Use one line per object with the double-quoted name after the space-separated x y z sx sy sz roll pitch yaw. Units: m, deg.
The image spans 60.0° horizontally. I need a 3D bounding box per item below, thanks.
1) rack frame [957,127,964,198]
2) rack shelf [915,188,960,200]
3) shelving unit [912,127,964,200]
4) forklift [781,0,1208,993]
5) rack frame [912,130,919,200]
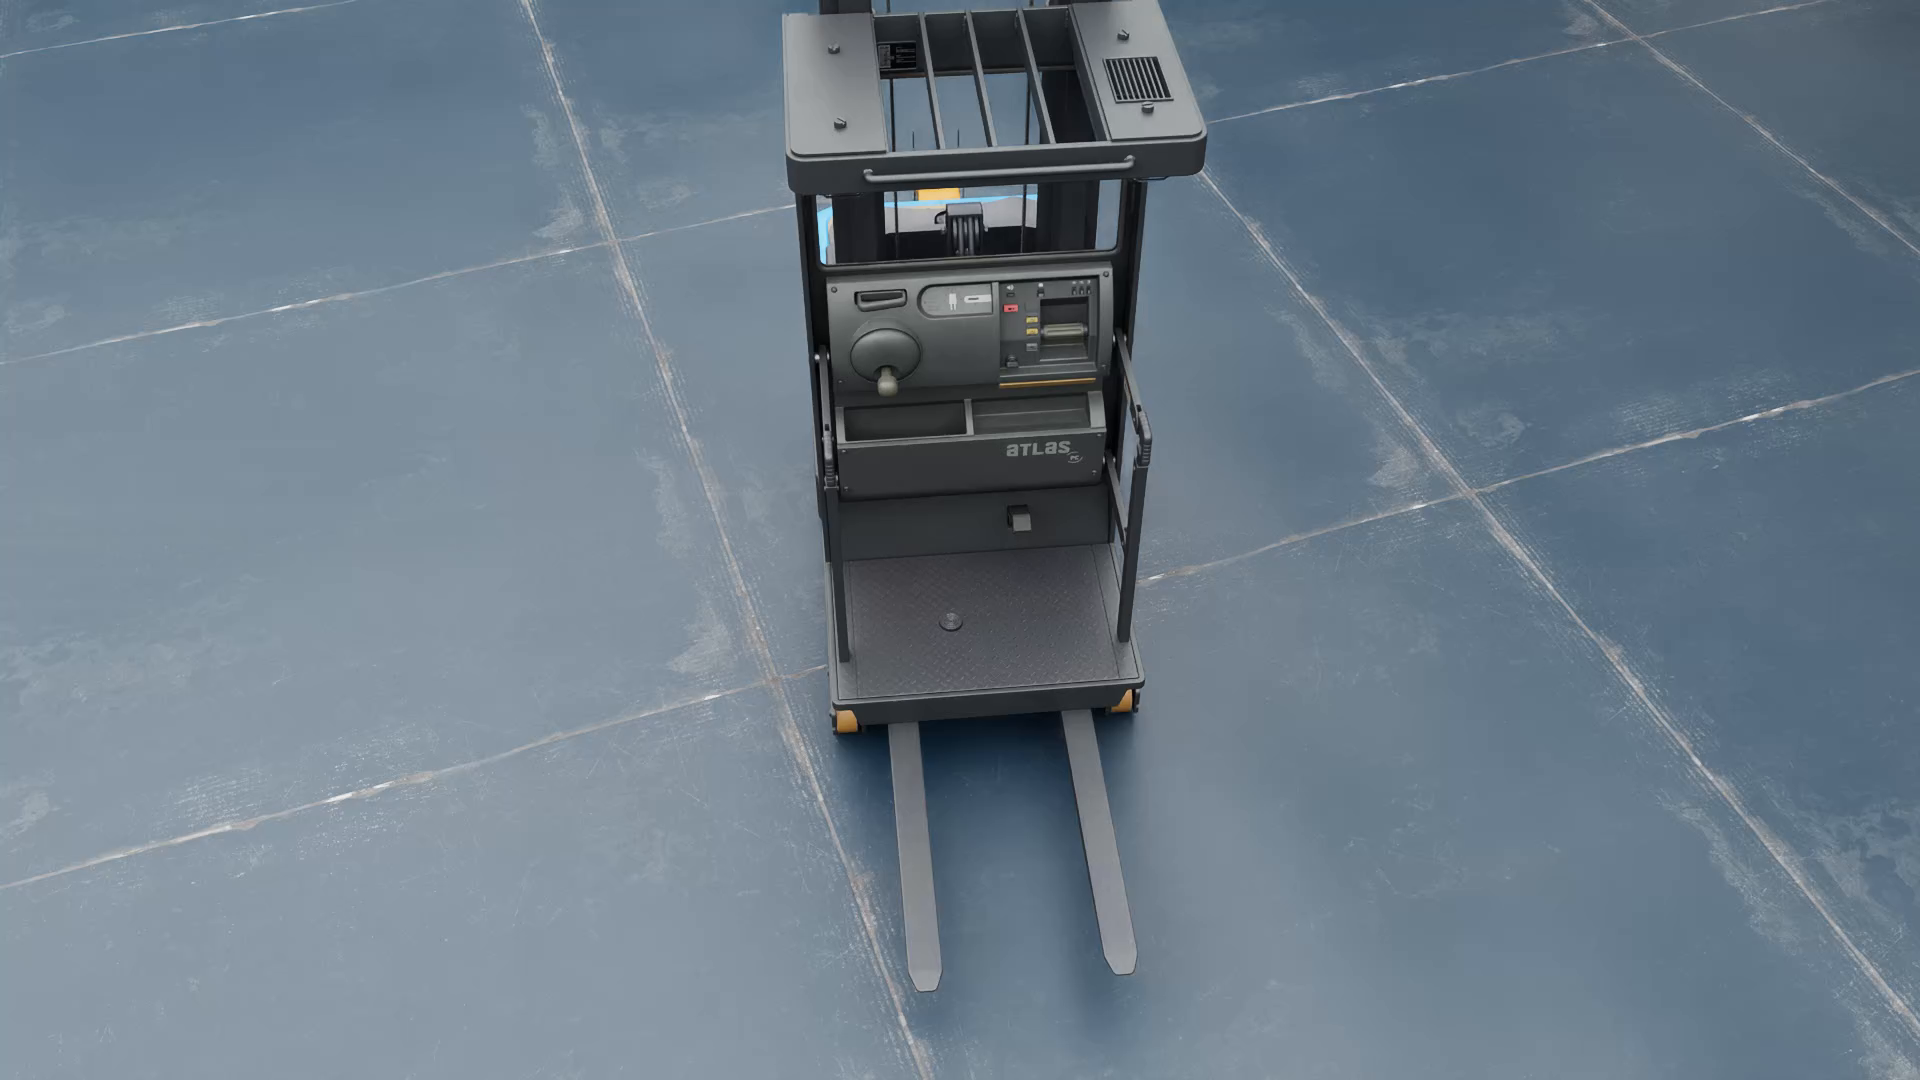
0.003 -1.159 7.058 0.006 1.200 0.240 -4 45 -4 "rack frame"
-0.088 -1.376 6.829 0.180 0.103 0.258 -4 45 -4 "rack shelf"
-0.088 -1.153 7.052 0.189 1.200 0.258 -4 45 -4 "shelving unit"
0.059 -0.591 5.270 1.130 2.935 3.031 -4 45 -4 "forklift"
-0.179 -1.147 7.046 0.006 1.200 0.240 -4 45 -4 "rack frame"
